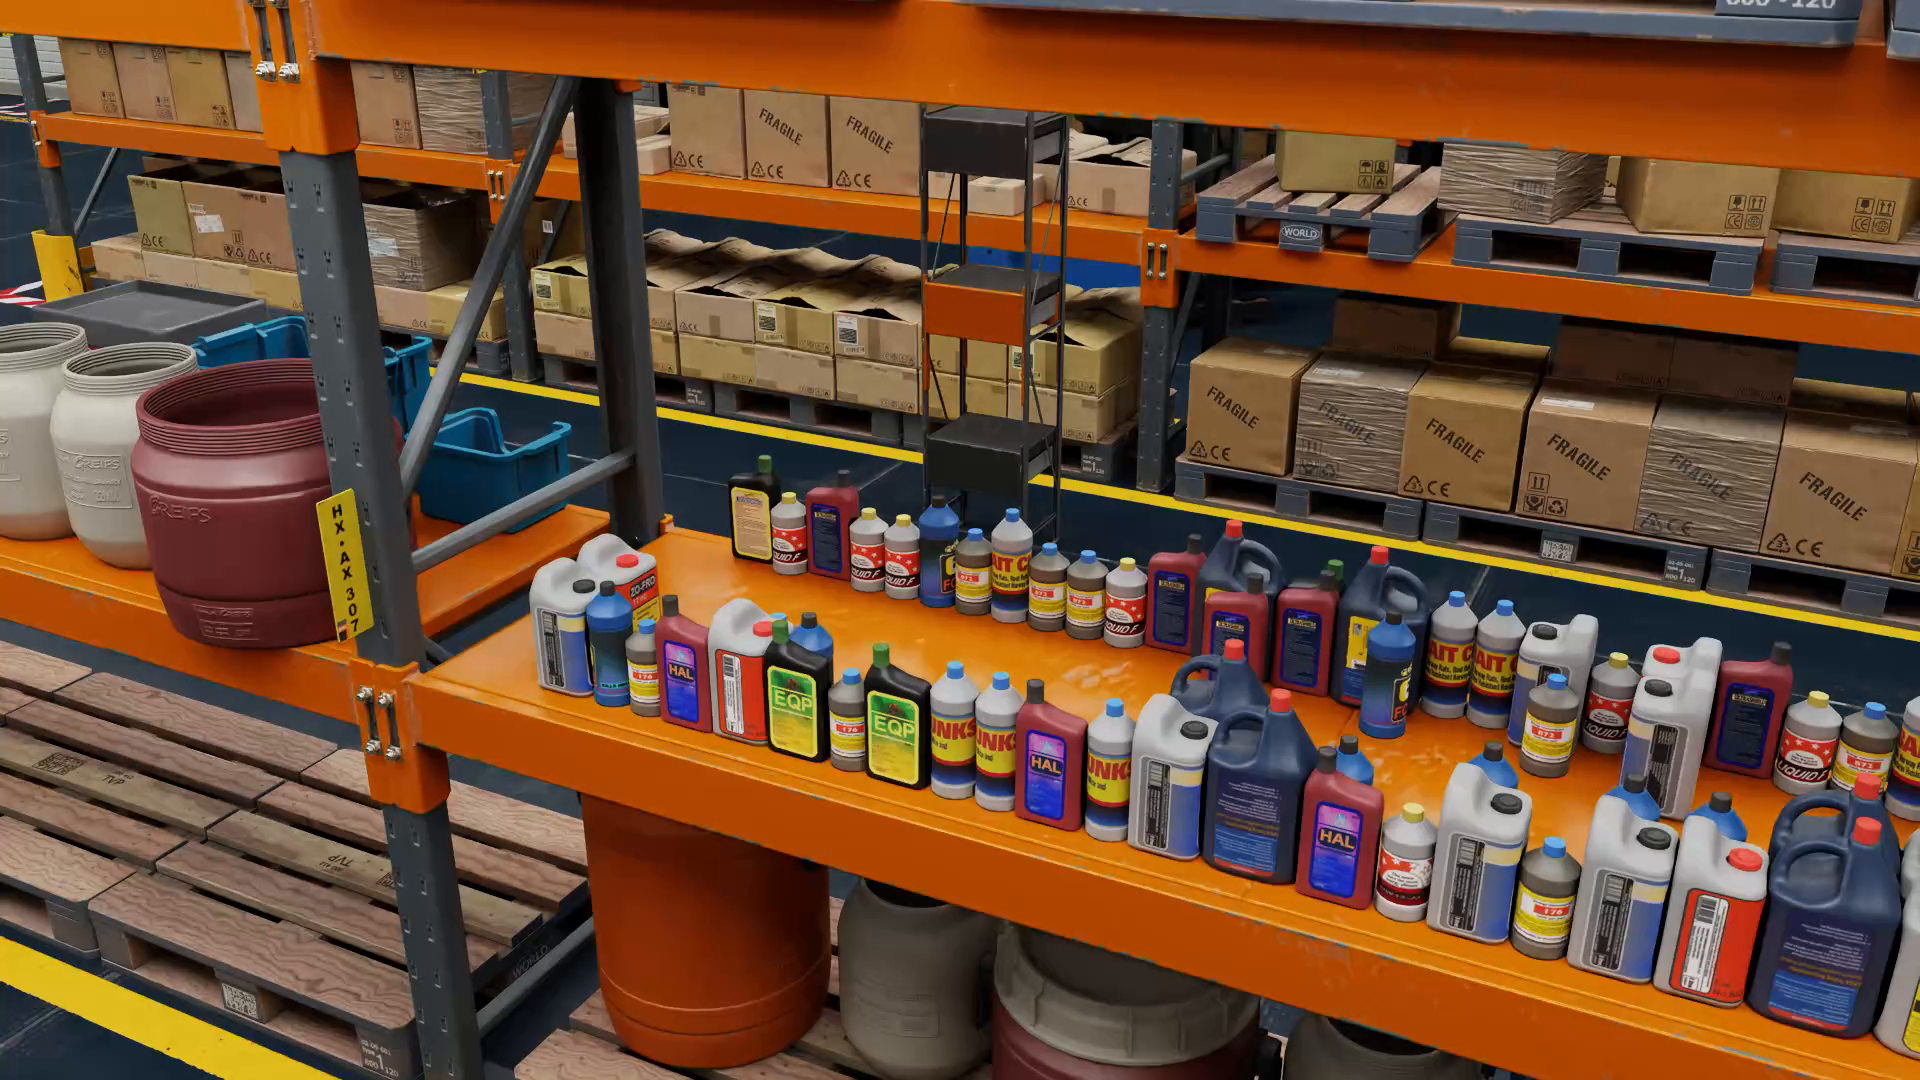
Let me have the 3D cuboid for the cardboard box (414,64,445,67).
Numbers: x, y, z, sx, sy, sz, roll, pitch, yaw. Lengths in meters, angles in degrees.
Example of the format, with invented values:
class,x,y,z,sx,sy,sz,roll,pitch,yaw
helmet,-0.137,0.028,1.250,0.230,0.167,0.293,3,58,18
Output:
class,x,y,z,sx,sy,sz,roll,pitch,yaw
cardboard box,-2.969,-2.859,9.684,0.250,0.149,0.380,11,25,23

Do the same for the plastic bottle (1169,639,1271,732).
class,x,y,z,sx,sy,sz,roll,pitch,yaw
plastic bottle,0.489,0.348,3.162,0.185,0.351,0.144,11,25,25

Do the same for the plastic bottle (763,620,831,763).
class,x,y,z,sx,sy,sz,roll,pitch,yaw
plastic bottle,-0.326,0.303,3.355,0.133,0.283,0.061,11,25,25

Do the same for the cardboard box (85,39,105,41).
class,x,y,z,sx,sy,sz,roll,pitch,yaw
cardboard box,-5.490,-3.358,10.856,0.250,0.149,0.380,10,25,23

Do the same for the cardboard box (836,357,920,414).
class,x,y,z,sx,sy,sz,roll,pitch,yaw
cardboard box,-0.329,-0.906,9.025,0.500,0.250,0.500,12,26,26

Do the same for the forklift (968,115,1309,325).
class,x,y,z,sx,sy,sz,roll,pitch,yaw
forklift,1.626,-2.978,11.007,3.031,2.935,1.130,-6,24,-15

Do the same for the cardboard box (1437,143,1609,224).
class,x,y,z,sx,sy,sz,roll,pitch,yaw
cardboard box,2.503,-1.730,7.321,0.500,0.500,0.700,17,28,34

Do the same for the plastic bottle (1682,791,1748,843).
class,x,y,z,sx,sy,sz,roll,pitch,yaw
plastic bottle,1.257,0.547,2.796,0.097,0.271,0.097,0,23,0

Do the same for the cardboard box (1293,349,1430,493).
class,x,y,z,sx,sy,sz,roll,pitch,yaw
cardboard box,1.907,-0.572,7.895,0.500,0.500,0.500,10,25,23

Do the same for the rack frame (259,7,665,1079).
class,x,y,z,sx,sy,sz,roll,pitch,yaw
rack frame,-1.079,-0.062,4.062,0.127,3.000,1.000,11,25,25

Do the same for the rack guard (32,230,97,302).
class,x,y,z,sx,sy,sz,roll,pitch,yaw
rack guard,-6.001,-2.058,11.949,0.348,0.500,1.175,11,25,25

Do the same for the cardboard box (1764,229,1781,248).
class,x,y,z,sx,sy,sz,roll,pitch,yaw
cardboard box,5.528,-2.245,11.406,0.750,0.750,0.750,12,26,26

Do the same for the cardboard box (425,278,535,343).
class,x,y,z,sx,sy,sz,roll,pitch,yaw
cardboard box,-2.922,-1.431,10.258,0.500,0.250,0.500,11,25,25

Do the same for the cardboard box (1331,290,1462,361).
class,x,y,z,sx,sy,sz,roll,pitch,yaw
cardboard box,2.152,-1.097,8.169,0.500,0.250,0.500,12,26,27

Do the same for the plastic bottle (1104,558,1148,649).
class,x,y,z,sx,sy,sz,roll,pitch,yaw
plastic bottle,0.384,0.140,3.842,0.097,0.201,0.097,0,23,0

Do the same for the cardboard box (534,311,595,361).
class,x,y,z,sx,sy,sz,roll,pitch,yaw
cardboard box,-2.162,-1.267,9.874,0.500,0.250,0.500,11,25,23

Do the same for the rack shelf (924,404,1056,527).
class,x,y,z,sx,sy,sz,roll,pitch,yaw
rack shelf,0.148,-0.280,7.550,0.480,0.518,0.431,11,25,25

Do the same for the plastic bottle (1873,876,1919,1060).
class,x,y,z,sx,sy,sz,roll,pitch,yaw
plastic bottle,1.523,0.619,2.524,0.185,0.351,0.144,11,25,25

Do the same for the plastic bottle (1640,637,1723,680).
class,x,y,z,sx,sy,sz,roll,pitch,yaw
plastic bottle,1.424,0.323,3.315,0.135,0.276,0.152,11,25,25

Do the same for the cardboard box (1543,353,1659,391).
class,x,y,z,sx,sy,sz,roll,pitch,yaw
cardboard box,3.033,-0.578,7.908,0.500,0.500,0.500,10,25,23

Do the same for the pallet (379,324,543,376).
class,x,y,z,sx,sy,sz,roll,pitch,yaw
pallet,-3.101,-1.369,10.700,1.213,0.211,1.003,11,25,25

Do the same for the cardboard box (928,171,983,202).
class,x,y,z,sx,sy,sz,roll,pitch,yaw
cardboard box,-0.004,-1.881,8.661,0.250,0.149,0.380,13,26,28

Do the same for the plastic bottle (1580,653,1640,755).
class,x,y,z,sx,sy,sz,roll,pitch,yaw
plastic bottle,1.333,0.328,3.400,0.097,0.201,0.097,0,23,0

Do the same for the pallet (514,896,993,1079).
class,x,y,z,sx,sy,sz,roll,pitch,yaw
pallet,-0.356,1.346,4.315,1.213,0.211,1.003,11,25,25

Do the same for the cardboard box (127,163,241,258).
class,x,y,z,sx,sy,sz,roll,pitch,yaw
cardboard box,-5.154,-2.217,11.148,0.500,0.500,0.500,11,25,25

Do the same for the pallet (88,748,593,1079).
class,x,y,z,sx,sy,sz,roll,pitch,yaw
pallet,-1.752,1.071,4.961,1.213,0.211,1.003,11,25,25

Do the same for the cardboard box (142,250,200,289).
class,x,y,z,sx,sy,sz,roll,pitch,yaw
cardboard box,-5.154,-1.872,11.296,0.500,0.250,0.500,11,25,25

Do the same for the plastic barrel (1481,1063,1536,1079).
class,x,y,z,sx,sy,sz,roll,pitch,yaw
plastic barrel,1.381,1.190,3.264,0.708,0.901,0.600,11,25,25

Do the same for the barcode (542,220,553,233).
class,x,y,z,sx,sy,sz,roll,pitch,yaw
barcode,-2.370,-1.801,9.557,0.075,0.075,0.001,11,25,25

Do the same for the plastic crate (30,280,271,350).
class,x,y,z,sx,sy,sz,roll,pitch,yaw
plastic crate,-2.383,-0.483,4.972,0.583,0.464,0.402,11,25,25

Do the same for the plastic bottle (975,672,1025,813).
class,x,y,z,sx,sy,sz,roll,pitch,yaw
plastic bottle,0.078,0.380,3.188,0.097,0.271,0.097,0,23,0

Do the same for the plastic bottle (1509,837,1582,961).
class,x,y,z,sx,sy,sz,roll,pitch,yaw
plastic bottle,0.982,0.591,2.781,0.097,0.201,0.097,0,23,0

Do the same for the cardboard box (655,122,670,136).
class,x,y,z,sx,sy,sz,roll,pitch,yaw
cardboard box,-1.542,-2.344,9.601,0.258,0.266,0.396,11,25,23

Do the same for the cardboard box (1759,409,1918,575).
class,x,y,z,sx,sy,sz,roll,pitch,yaw
cardboard box,3.722,-0.214,7.052,0.500,0.500,0.500,11,26,25

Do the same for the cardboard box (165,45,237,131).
class,x,y,z,sx,sy,sz,roll,pitch,yaw
cardboard box,-4.657,-2.982,10.801,0.500,0.500,0.700,11,26,25

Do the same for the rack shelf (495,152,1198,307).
class,x,y,z,sx,sy,sz,roll,pitch,yaw
rack shelf,-0.625,-1.813,9.100,4.000,0.370,1.077,11,25,25

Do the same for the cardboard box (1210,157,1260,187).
class,x,y,z,sx,sy,sz,roll,pitch,yaw
cardboard box,2.318,-2.814,13.167,0.500,0.500,0.700,11,25,24

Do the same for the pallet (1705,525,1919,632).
class,x,y,z,sx,sy,sz,roll,pitch,yaw
pallet,3.986,0.068,7.320,1.213,0.211,1.003,11,25,25

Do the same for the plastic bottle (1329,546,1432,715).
class,x,y,z,sx,sy,sz,roll,pitch,yaw
plastic bottle,0.902,0.184,3.547,0.185,0.351,0.144,11,25,25

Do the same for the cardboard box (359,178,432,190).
class,x,y,z,sx,sy,sz,roll,pitch,yaw
cardboard box,-3.575,-2.138,10.963,0.500,0.500,0.500,11,25,25

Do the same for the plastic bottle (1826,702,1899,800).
class,x,y,z,sx,sy,sz,roll,pitch,yaw
plastic bottle,1.745,0.409,3.208,0.097,0.201,0.097,0,23,0

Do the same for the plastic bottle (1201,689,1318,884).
class,x,y,z,sx,sy,sz,roll,pitch,yaw
plastic bottle,0.540,0.425,2.981,0.185,0.351,0.144,11,25,25

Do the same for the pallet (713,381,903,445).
class,x,y,z,sx,sy,sz,roll,pitch,yaw
pallet,-0.642,-0.883,9.556,1.213,0.211,1.003,11,25,25

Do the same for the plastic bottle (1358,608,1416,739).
class,x,y,z,sx,sy,sz,roll,pitch,yaw
plastic bottle,0.887,0.271,3.445,0.097,0.271,0.097,0,23,0

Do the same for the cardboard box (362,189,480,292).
class,x,y,z,sx,sy,sz,roll,pitch,yaw
cardboard box,-3.363,-1.868,10.329,0.500,0.500,0.500,11,25,25

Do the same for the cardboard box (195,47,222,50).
class,x,y,z,sx,sy,sz,roll,pitch,yaw
cardboard box,-4.576,-3.177,10.431,0.250,0.149,0.380,11,25,24

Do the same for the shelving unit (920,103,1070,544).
class,x,y,z,sx,sy,sz,roll,pitch,yaw
shelving unit,0.148,-0.937,7.270,0.503,2.100,0.431,11,25,25

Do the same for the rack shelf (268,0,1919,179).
class,x,y,z,sx,sy,sz,roll,pitch,yaw
rack shelf,0.706,-0.758,2.785,4.000,0.370,1.077,11,25,25

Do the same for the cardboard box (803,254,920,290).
class,x,y,z,sx,sy,sz,roll,pitch,yaw
cardboard box,-0.561,-1.443,9.571,0.500,0.311,0.500,11,25,24

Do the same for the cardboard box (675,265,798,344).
class,x,y,z,sx,sy,sz,roll,pitch,yaw
cardboard box,-1.247,-1.342,9.333,0.500,0.311,0.500,10,25,23

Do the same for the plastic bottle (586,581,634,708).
class,x,y,z,sx,sy,sz,roll,pitch,yaw
plastic bottle,-0.747,0.217,3.572,0.097,0.271,0.097,0,23,0

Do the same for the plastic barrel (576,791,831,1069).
class,x,y,z,sx,sy,sz,roll,pitch,yaw
plastic barrel,-0.634,0.824,4.215,0.708,0.830,0.600,11,25,25

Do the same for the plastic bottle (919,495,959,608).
class,x,y,z,sx,sy,sz,roll,pitch,yaw
plastic bottle,-0.051,0.022,4.030,0.097,0.271,0.097,0,23,0

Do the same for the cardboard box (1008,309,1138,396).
class,x,y,z,sx,sy,sz,roll,pitch,yaw
cardboard box,0.581,-0.983,8.490,0.500,0.311,0.500,12,26,26

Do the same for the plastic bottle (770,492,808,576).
class,x,y,z,sx,sy,sz,roll,pitch,yaw
plastic bottle,-0.430,-0.021,4.220,0.097,0.201,0.097,0,23,0
